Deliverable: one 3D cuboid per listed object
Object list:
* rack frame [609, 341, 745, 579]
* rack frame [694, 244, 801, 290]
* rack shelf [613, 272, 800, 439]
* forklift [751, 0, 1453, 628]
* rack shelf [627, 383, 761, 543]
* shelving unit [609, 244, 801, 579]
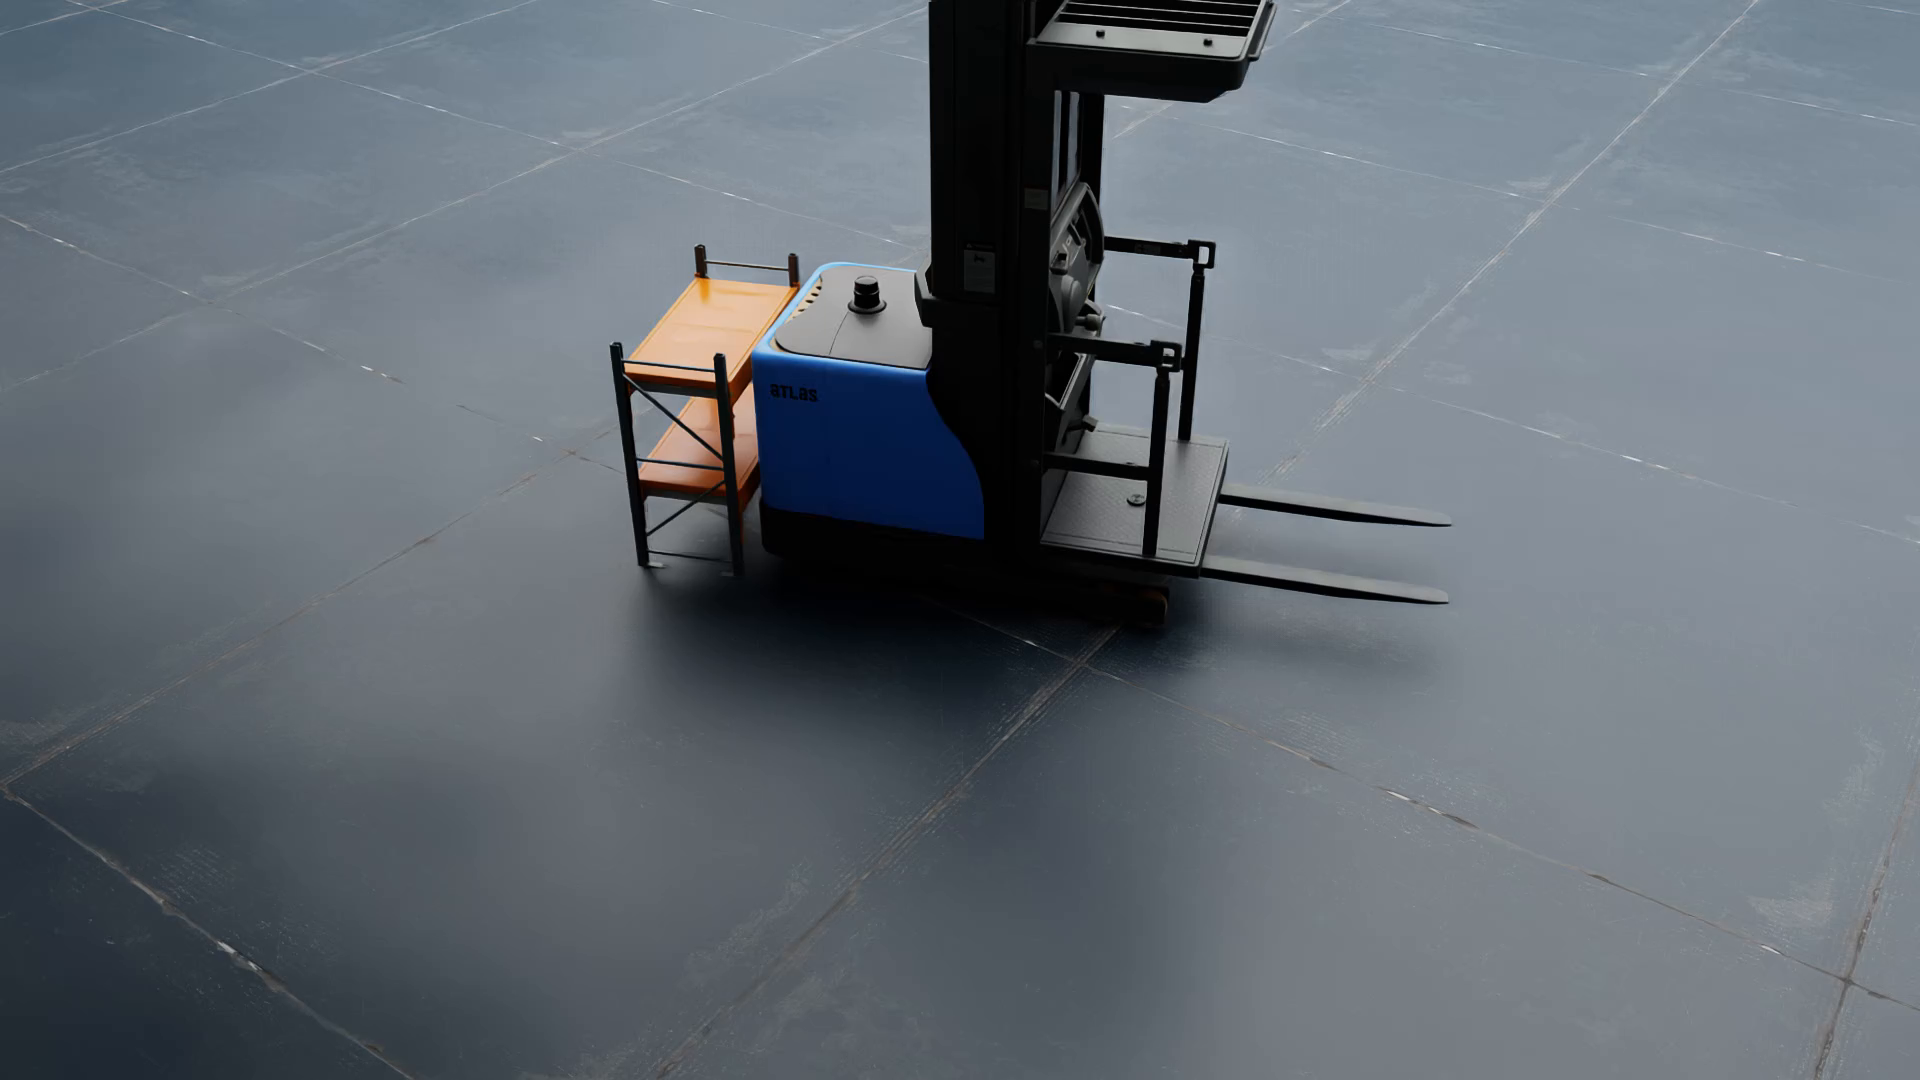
[{"bbox_3d":[-1.218,-0.328,7.231,0.500,1.125,0.032,7,35,10],"label":"rack frame"},{"bbox_3d":[-0.995,-0.883,8.052,0.500,1.125,0.032,7,35,10],"label":"rack frame"},{"bbox_3d":[-1.106,-0.848,7.478,0.538,0.278,1.000,7,35,10],"label":"rack shelf"},{"bbox_3d":[0.671,-1.166,6.858,3.031,2.935,1.130,8,35,12],"label":"forklift"},{"bbox_3d":[-1.106,-0.403,7.778,0.538,0.278,1.000,7,35,10],"label":"rack shelf"},{"bbox_3d":[-1.106,-0.606,7.641,0.538,1.125,1.048,7,35,10],"label":"shelving unit"}]
